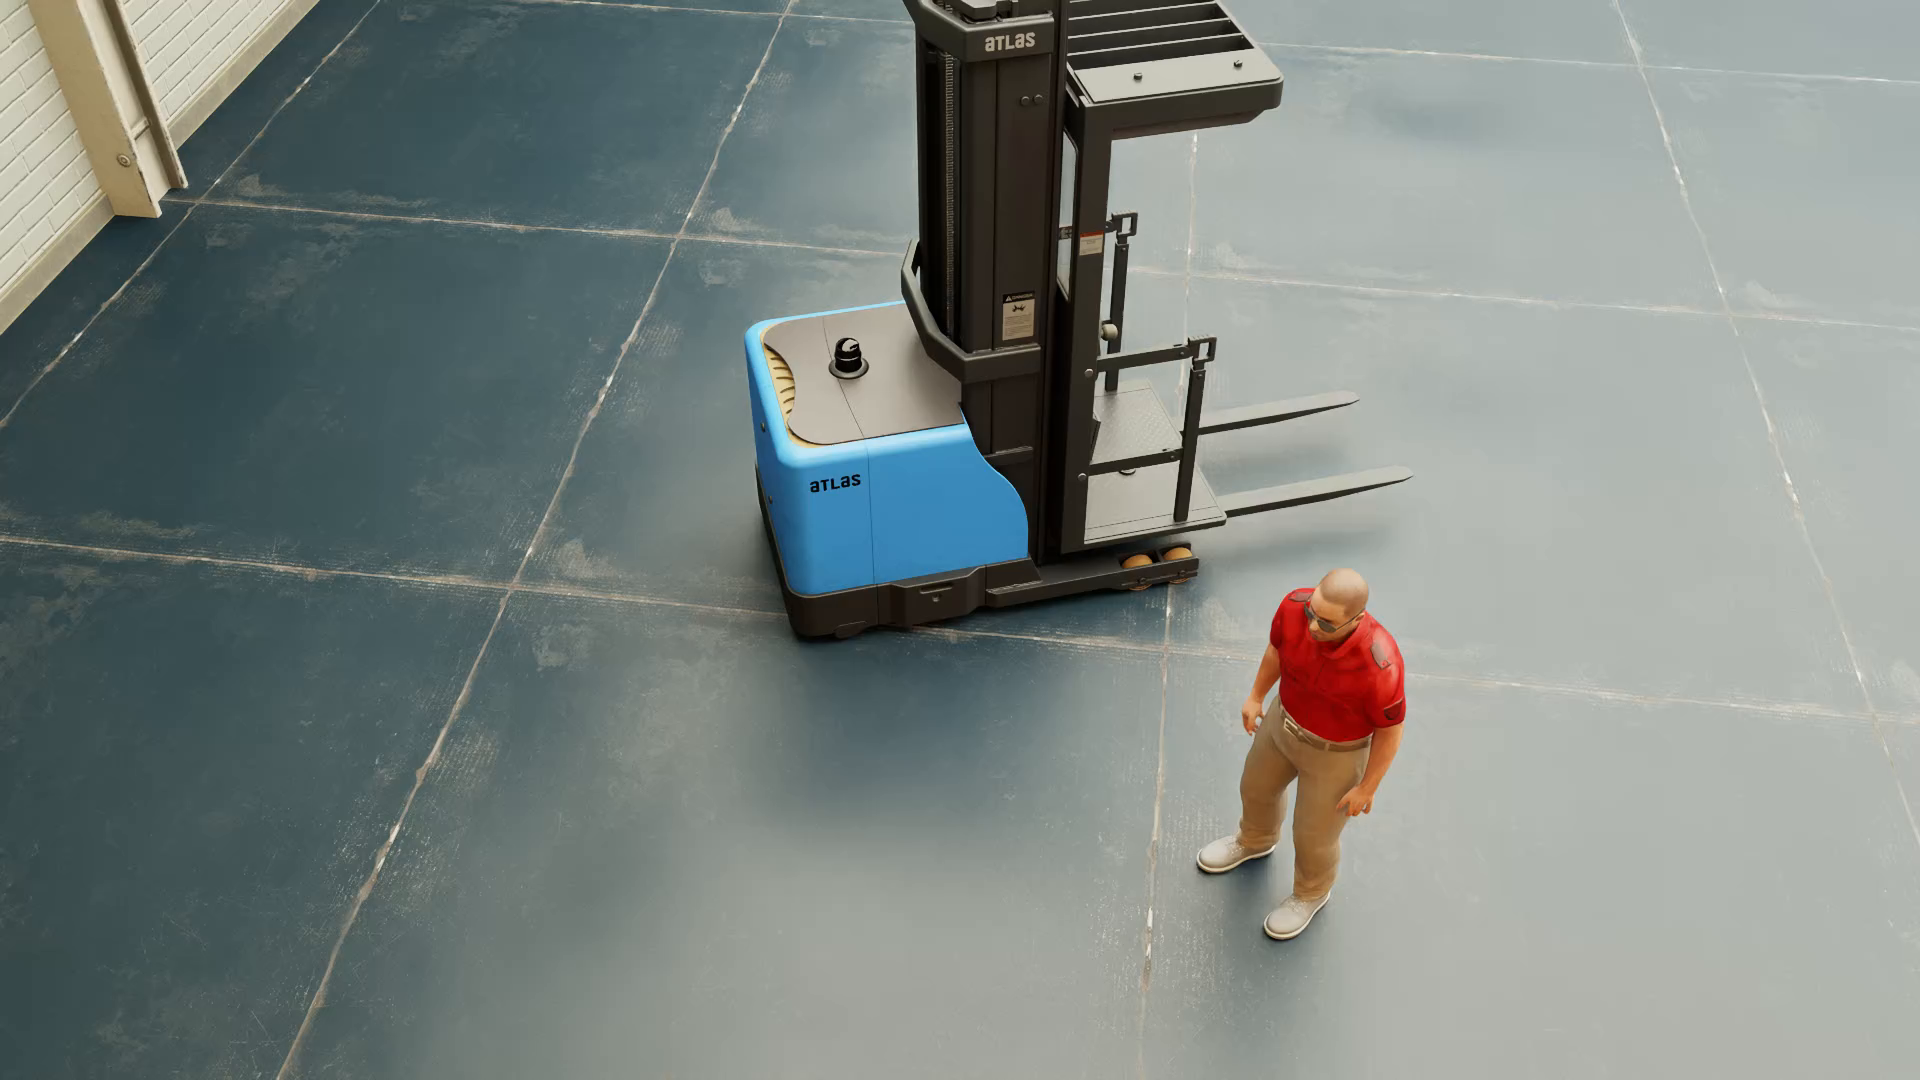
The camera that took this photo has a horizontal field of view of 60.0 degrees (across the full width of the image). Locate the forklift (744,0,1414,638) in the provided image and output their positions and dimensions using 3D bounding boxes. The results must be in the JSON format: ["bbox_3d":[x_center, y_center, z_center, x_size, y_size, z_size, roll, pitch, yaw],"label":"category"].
[{"bbox_3d":[0.608,-1.185,7.015,3.031,2.935,1.130,-10,43,-11],"label":"forklift"}]

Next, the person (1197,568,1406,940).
[{"bbox_3d":[1.235,0.708,5.843,0.392,1.726,0.609,-27,49,-26],"label":"person"}]
